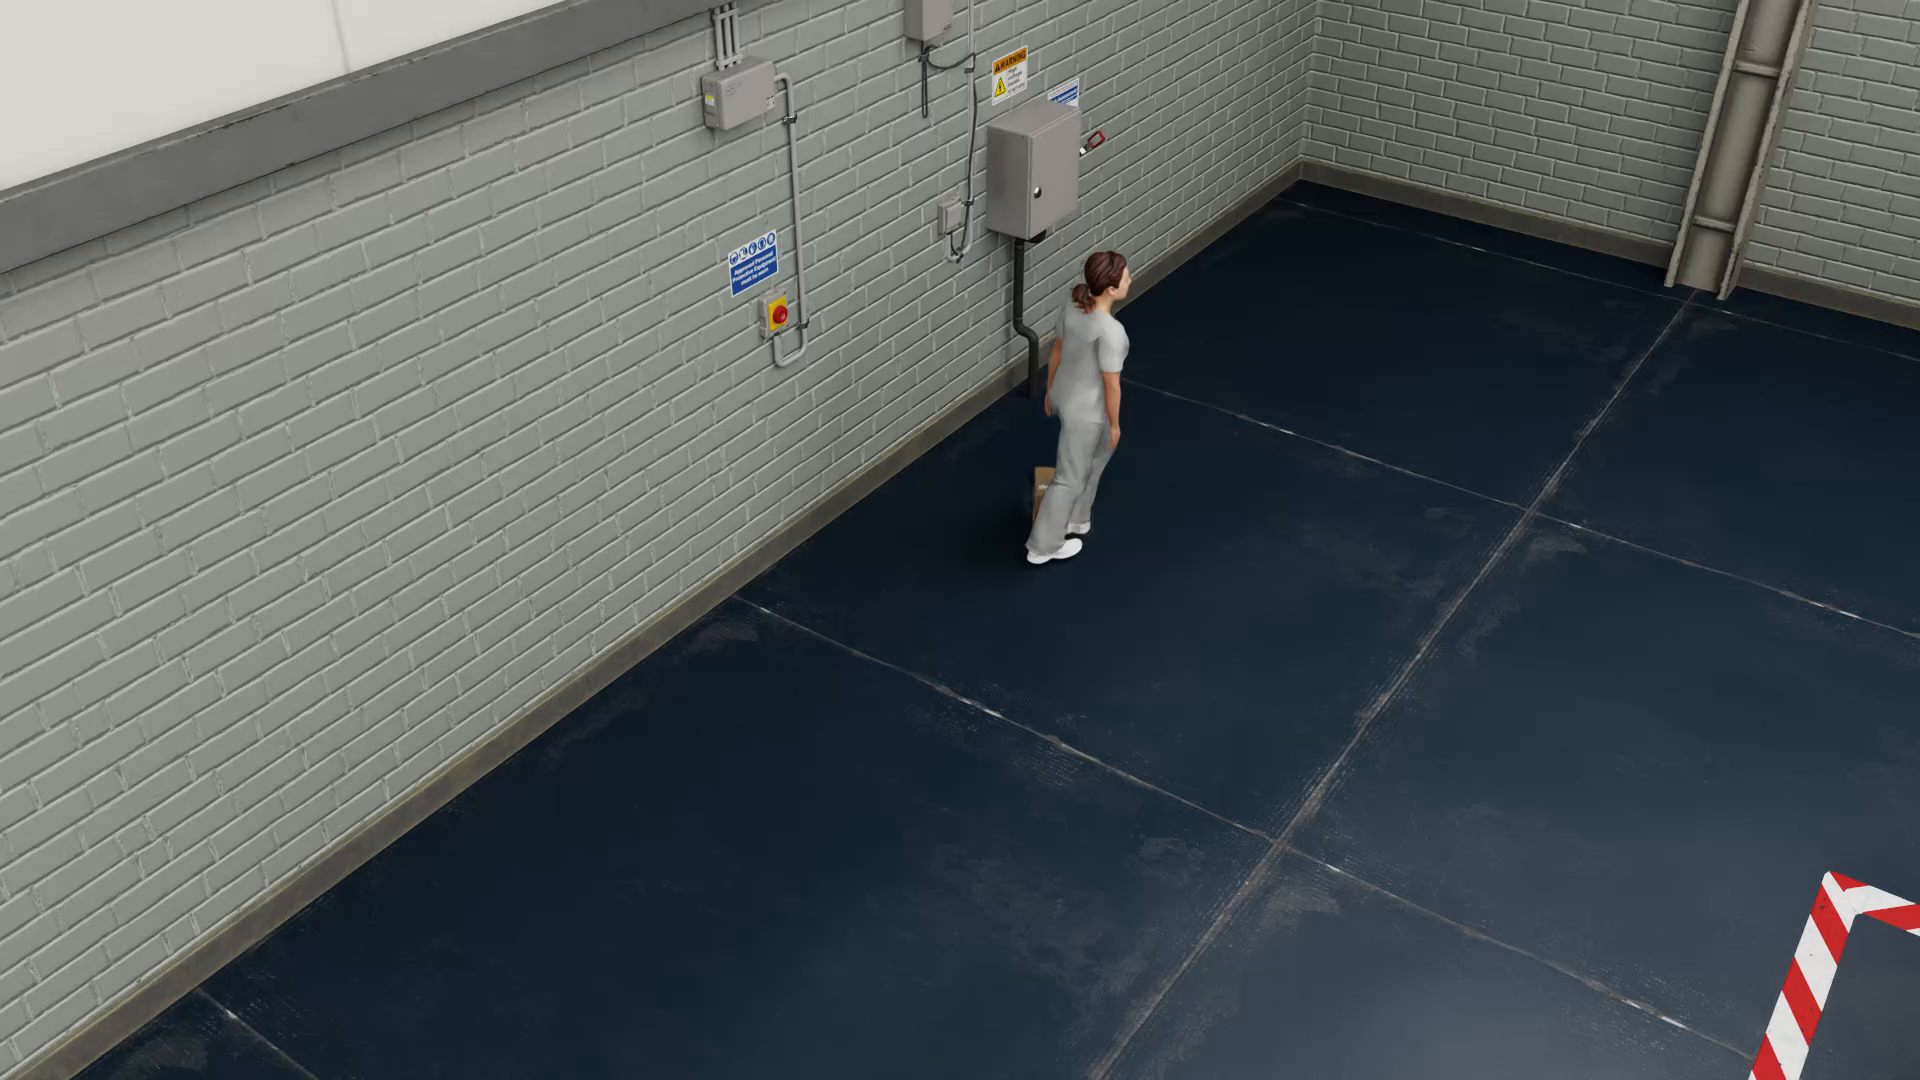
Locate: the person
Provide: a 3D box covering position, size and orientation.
[{"bbox_3d":[0.587,-0.610,8.011,0.534,1.664,0.470,-14,37,-19],"label":"person"}]
